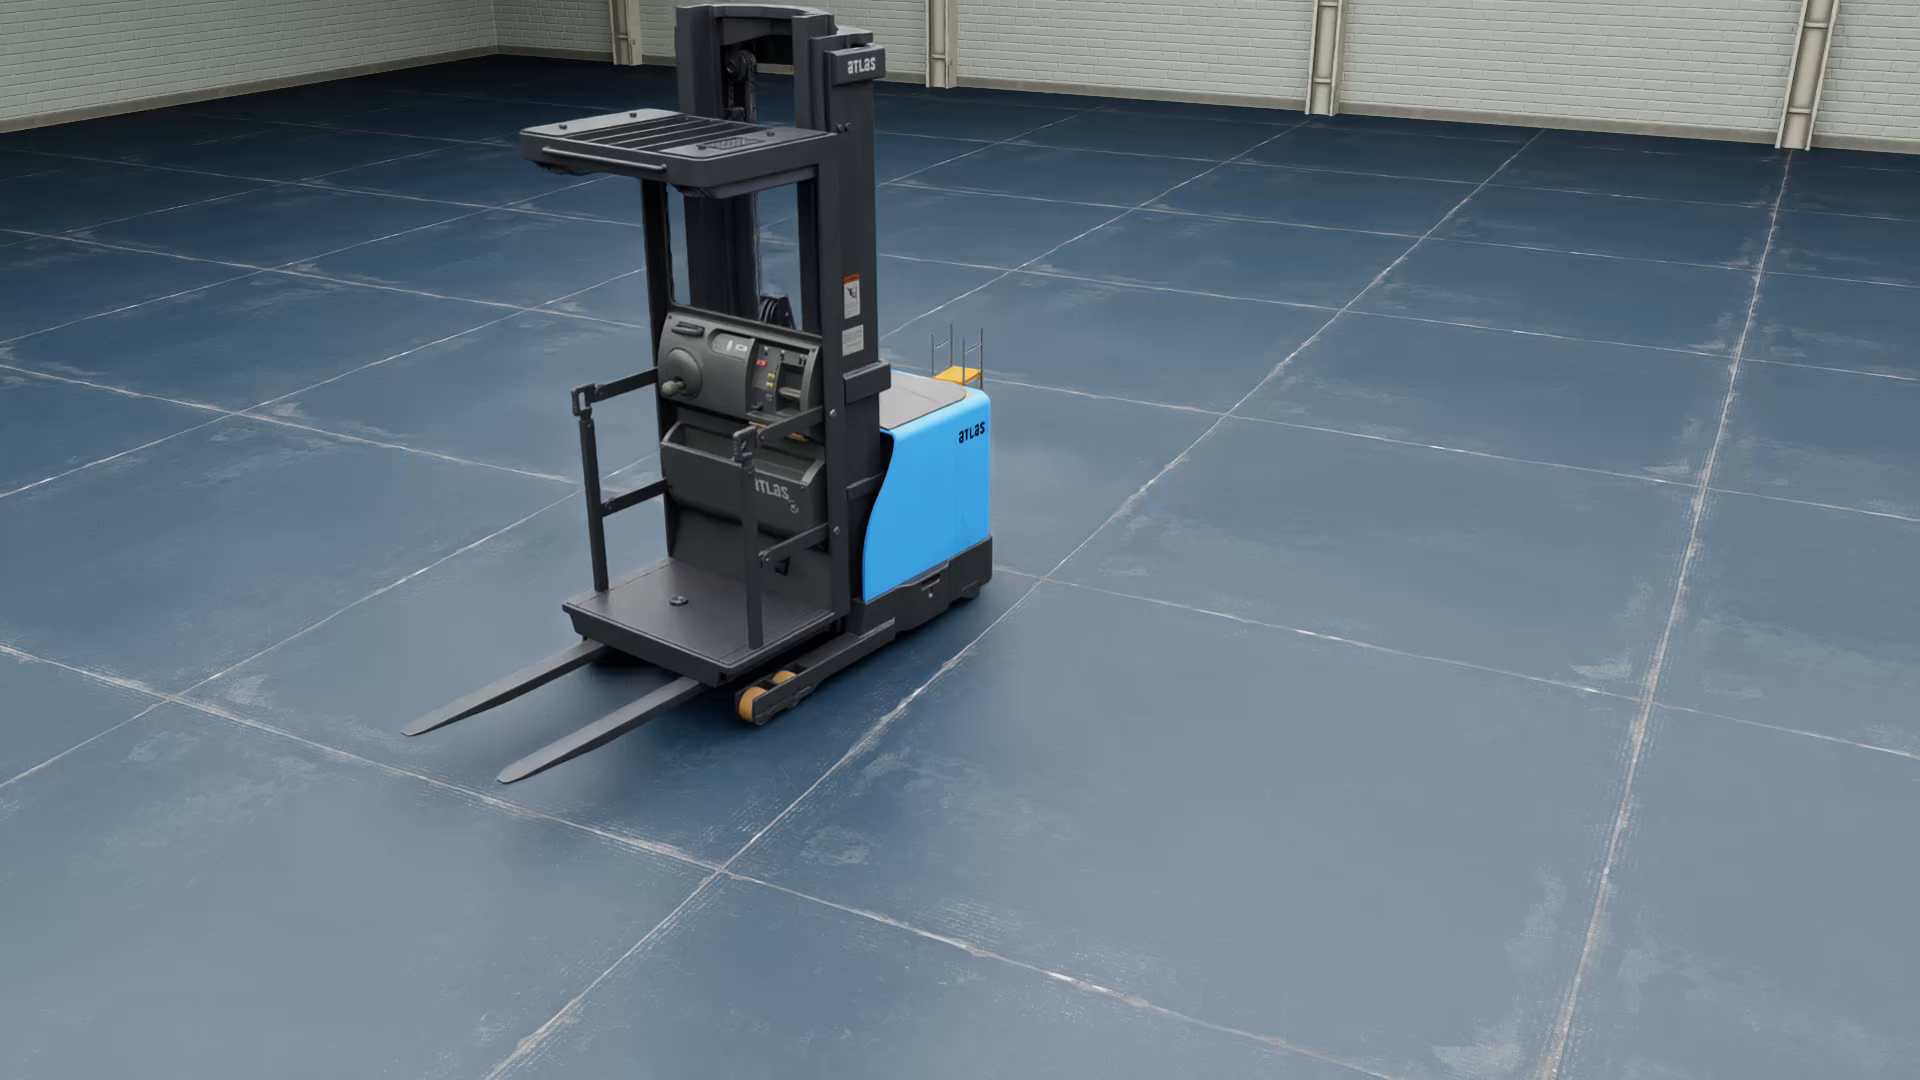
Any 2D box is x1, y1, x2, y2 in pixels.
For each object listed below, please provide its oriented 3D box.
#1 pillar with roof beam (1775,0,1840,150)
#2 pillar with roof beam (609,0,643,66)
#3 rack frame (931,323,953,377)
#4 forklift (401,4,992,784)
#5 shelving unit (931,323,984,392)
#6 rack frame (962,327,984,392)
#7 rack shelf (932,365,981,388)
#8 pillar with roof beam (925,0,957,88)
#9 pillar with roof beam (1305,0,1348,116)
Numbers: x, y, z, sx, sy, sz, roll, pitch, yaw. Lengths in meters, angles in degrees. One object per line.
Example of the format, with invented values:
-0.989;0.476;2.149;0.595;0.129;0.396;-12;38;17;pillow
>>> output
8.481;-7.556;15.519;0.400;9.000;9.100;11;25;25;pillar with roof beam
-7.582;-10.735;22.993;0.400;9.000;9.100;11;25;25;pillar with roof beam
-0.095;-0.571;9.059;0.006;1.200;0.240;11;25;25;rack frame
-1.122;-0.750;7.269;1.130;2.935;3.031;16;28;34;forklift
-0.013;-0.555;9.021;0.189;1.200;0.258;11;25;25;shelving unit
0.069;-0.539;8.983;0.006;1.200;0.240;11;25;25;rack frame
-0.013;-0.845;8.898;0.180;0.103;0.258;11;25;25;rack shelf
-2.228;-9.675;20.502;0.400;9.000;9.100;11;25;25;pillar with roof beam
3.127;-8.616;18.010;0.400;9.000;9.100;11;25;25;pillar with roof beam
